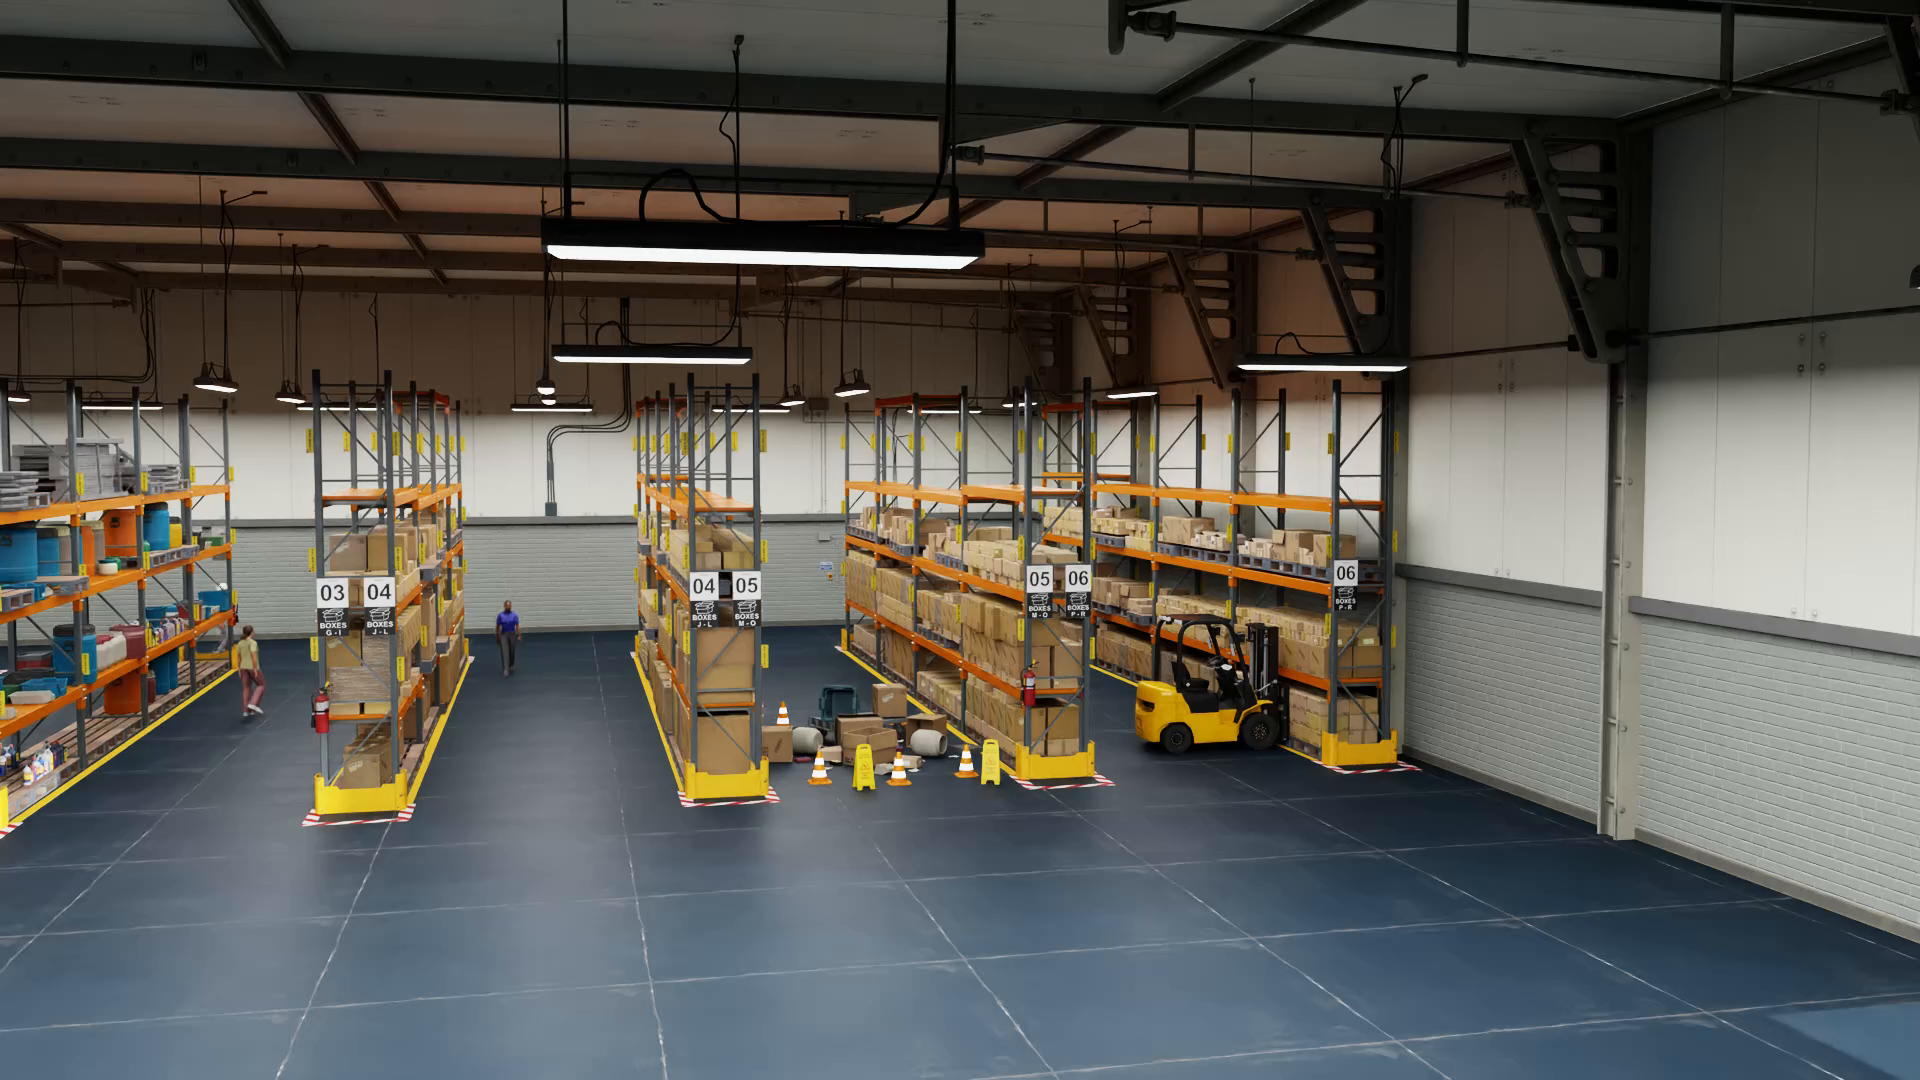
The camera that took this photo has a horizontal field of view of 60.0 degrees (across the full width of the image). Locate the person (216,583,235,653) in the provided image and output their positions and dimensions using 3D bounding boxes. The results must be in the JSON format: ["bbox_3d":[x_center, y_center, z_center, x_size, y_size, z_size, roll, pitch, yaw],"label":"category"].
[{"bbox_3d":[-16.971,1.887,38.423,0.429,1.780,0.566,-1,3,-13],"label":"person"}]

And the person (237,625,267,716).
[{"bbox_3d":[-13.064,2.393,30.550,0.471,1.654,0.461,0,3,7],"label":"person"}]

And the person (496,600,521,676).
[{"bbox_3d":[-9.786,2.105,36.038,0.525,1.594,1.033,-1,3,-17],"label":"person"}]
